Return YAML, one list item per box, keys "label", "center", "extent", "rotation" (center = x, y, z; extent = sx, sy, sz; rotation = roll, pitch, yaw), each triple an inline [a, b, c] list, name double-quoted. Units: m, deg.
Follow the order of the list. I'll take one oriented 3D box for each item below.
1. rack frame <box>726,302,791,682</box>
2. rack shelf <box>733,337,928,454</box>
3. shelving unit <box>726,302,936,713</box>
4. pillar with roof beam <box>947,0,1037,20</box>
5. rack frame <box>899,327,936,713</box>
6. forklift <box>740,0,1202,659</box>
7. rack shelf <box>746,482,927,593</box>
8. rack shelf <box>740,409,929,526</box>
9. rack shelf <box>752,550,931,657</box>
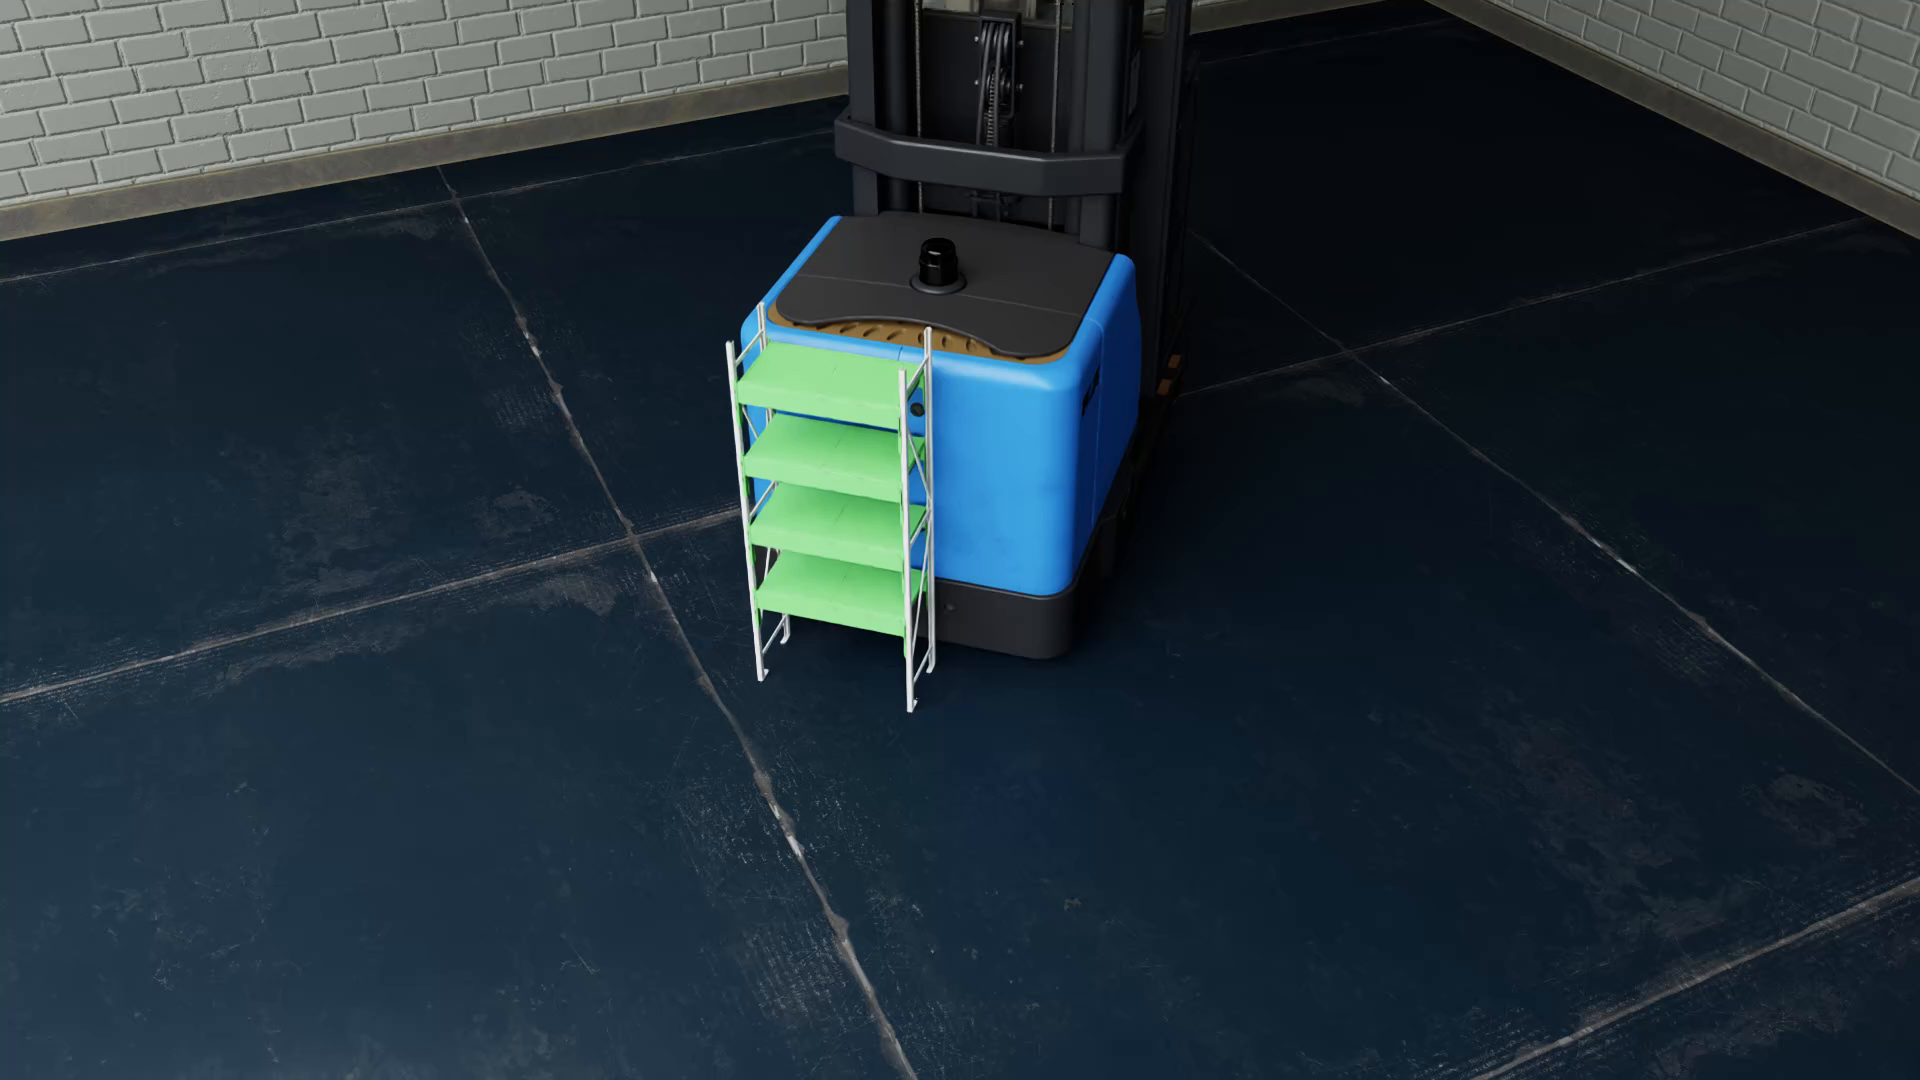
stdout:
- label: "rack frame"
  center: [-0.585, -0.111, 4.892]
  extent: [0.015, 1.200, 0.240]
  rotation: [10, 38, 13]
- label: "rack shelf"
  center: [-0.351, -0.403, 4.588]
  extent: [0.480, 0.148, 0.258]
  rotation: [10, 38, 13]
- label: "shelving unit"
  center: [-0.351, -0.069, 4.835]
  extent: [0.503, 1.200, 0.258]
  rotation: [10, 38, 13]
- label: "pillar with roof beam"
  center: [2.000, -3.849, 3.385]
  extent: [0.400, 9.000, 9.100]
  rotation: [-16, 39, -20]
- label: "rack frame"
  center: [-0.118, -0.027, 4.779]
  extent: [0.015, 1.200, 0.240]
  rotation: [10, 38, 13]
- label: "forklift"
  center: [0.260, -1.689, 5.567]
  extent: [1.130, 2.935, 3.031]
  rotation: [10, 38, 13]
- label: "rack shelf"
  center: [-0.351, -0.017, 4.873]
  extent: [0.480, 0.148, 0.258]
  rotation: [10, 38, 13]
- label: "rack shelf"
  center: [-0.351, -0.210, 4.731]
  extent: [0.480, 0.148, 0.258]
  rotation: [10, 38, 13]
- label: "rack shelf"
  center: [-0.351, 0.175, 5.016]
  extent: [0.480, 0.148, 0.258]
  rotation: [10, 38, 13]
